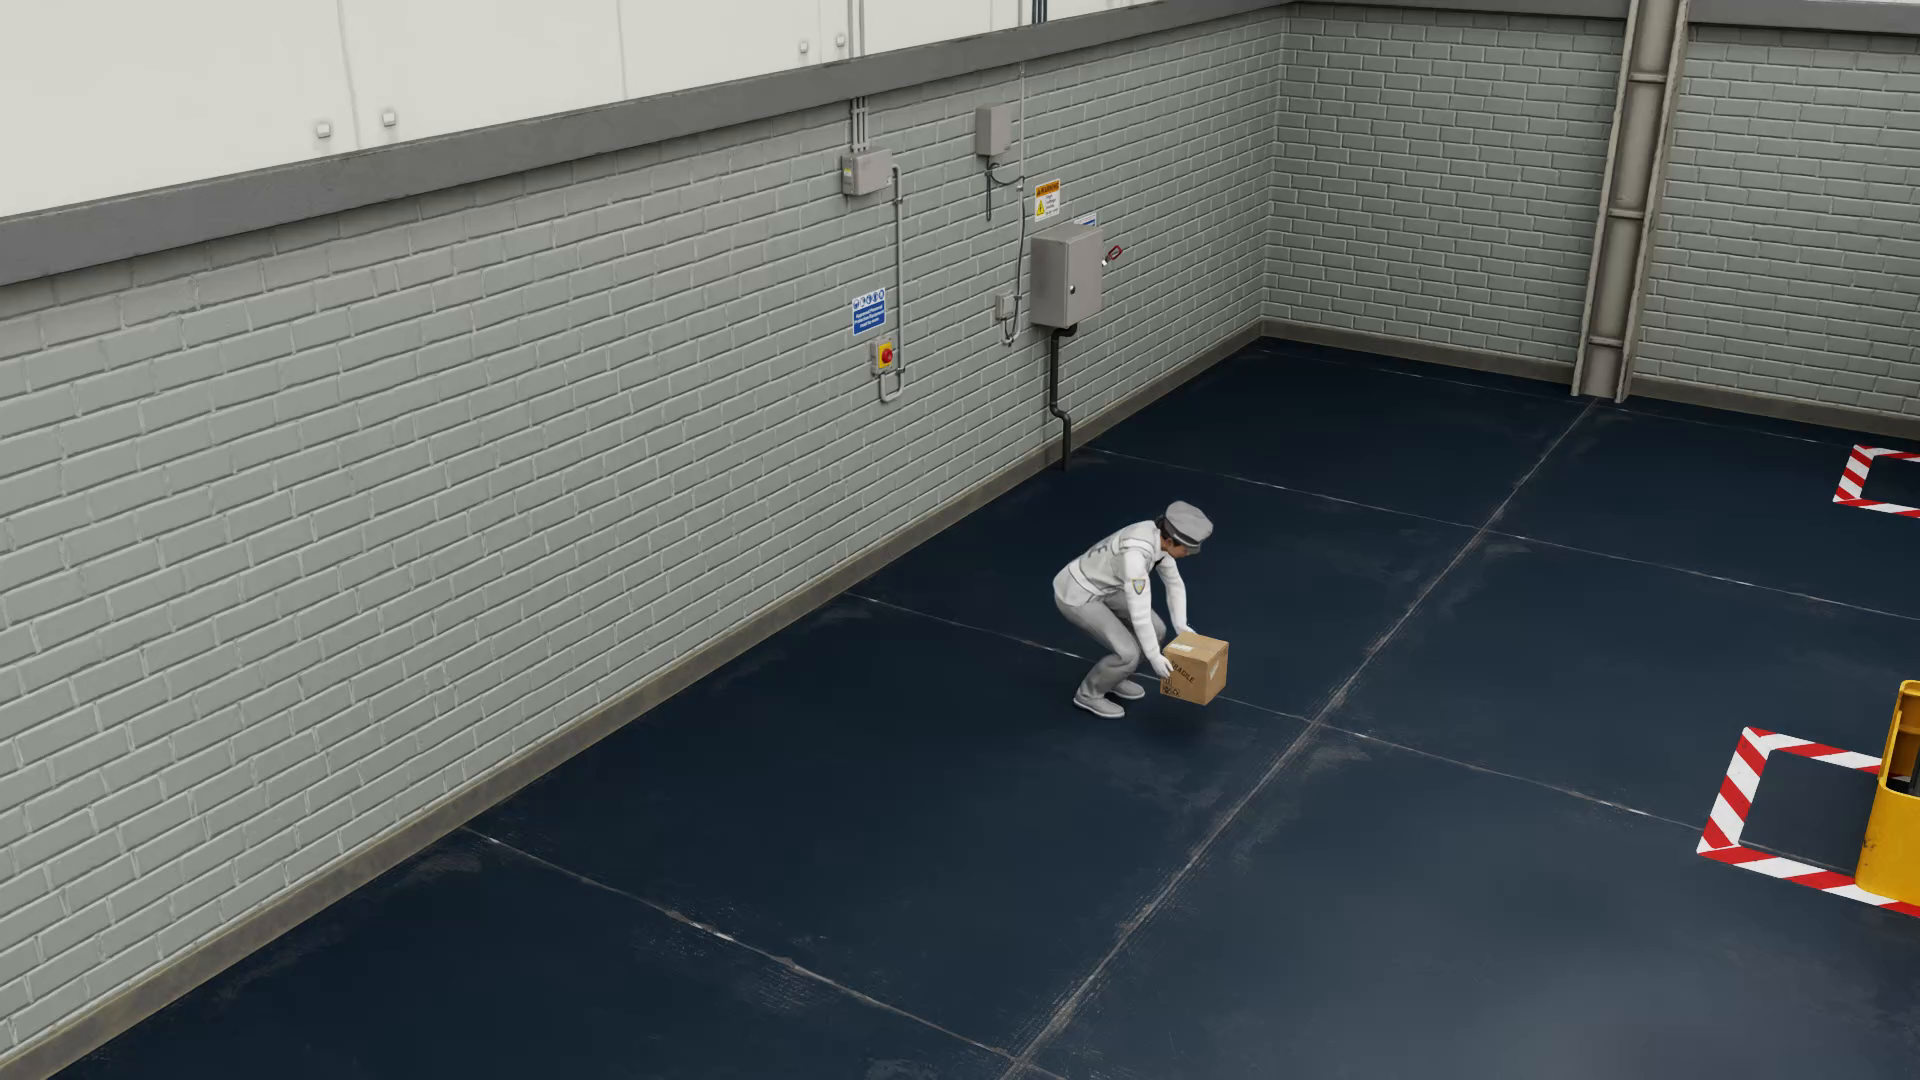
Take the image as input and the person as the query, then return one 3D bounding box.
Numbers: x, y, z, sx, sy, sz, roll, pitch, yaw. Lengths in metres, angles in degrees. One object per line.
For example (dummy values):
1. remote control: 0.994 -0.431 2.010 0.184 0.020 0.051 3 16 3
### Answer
1. person: 0.884 0.324 8.485 0.789 1.163 0.520 14 27 29
